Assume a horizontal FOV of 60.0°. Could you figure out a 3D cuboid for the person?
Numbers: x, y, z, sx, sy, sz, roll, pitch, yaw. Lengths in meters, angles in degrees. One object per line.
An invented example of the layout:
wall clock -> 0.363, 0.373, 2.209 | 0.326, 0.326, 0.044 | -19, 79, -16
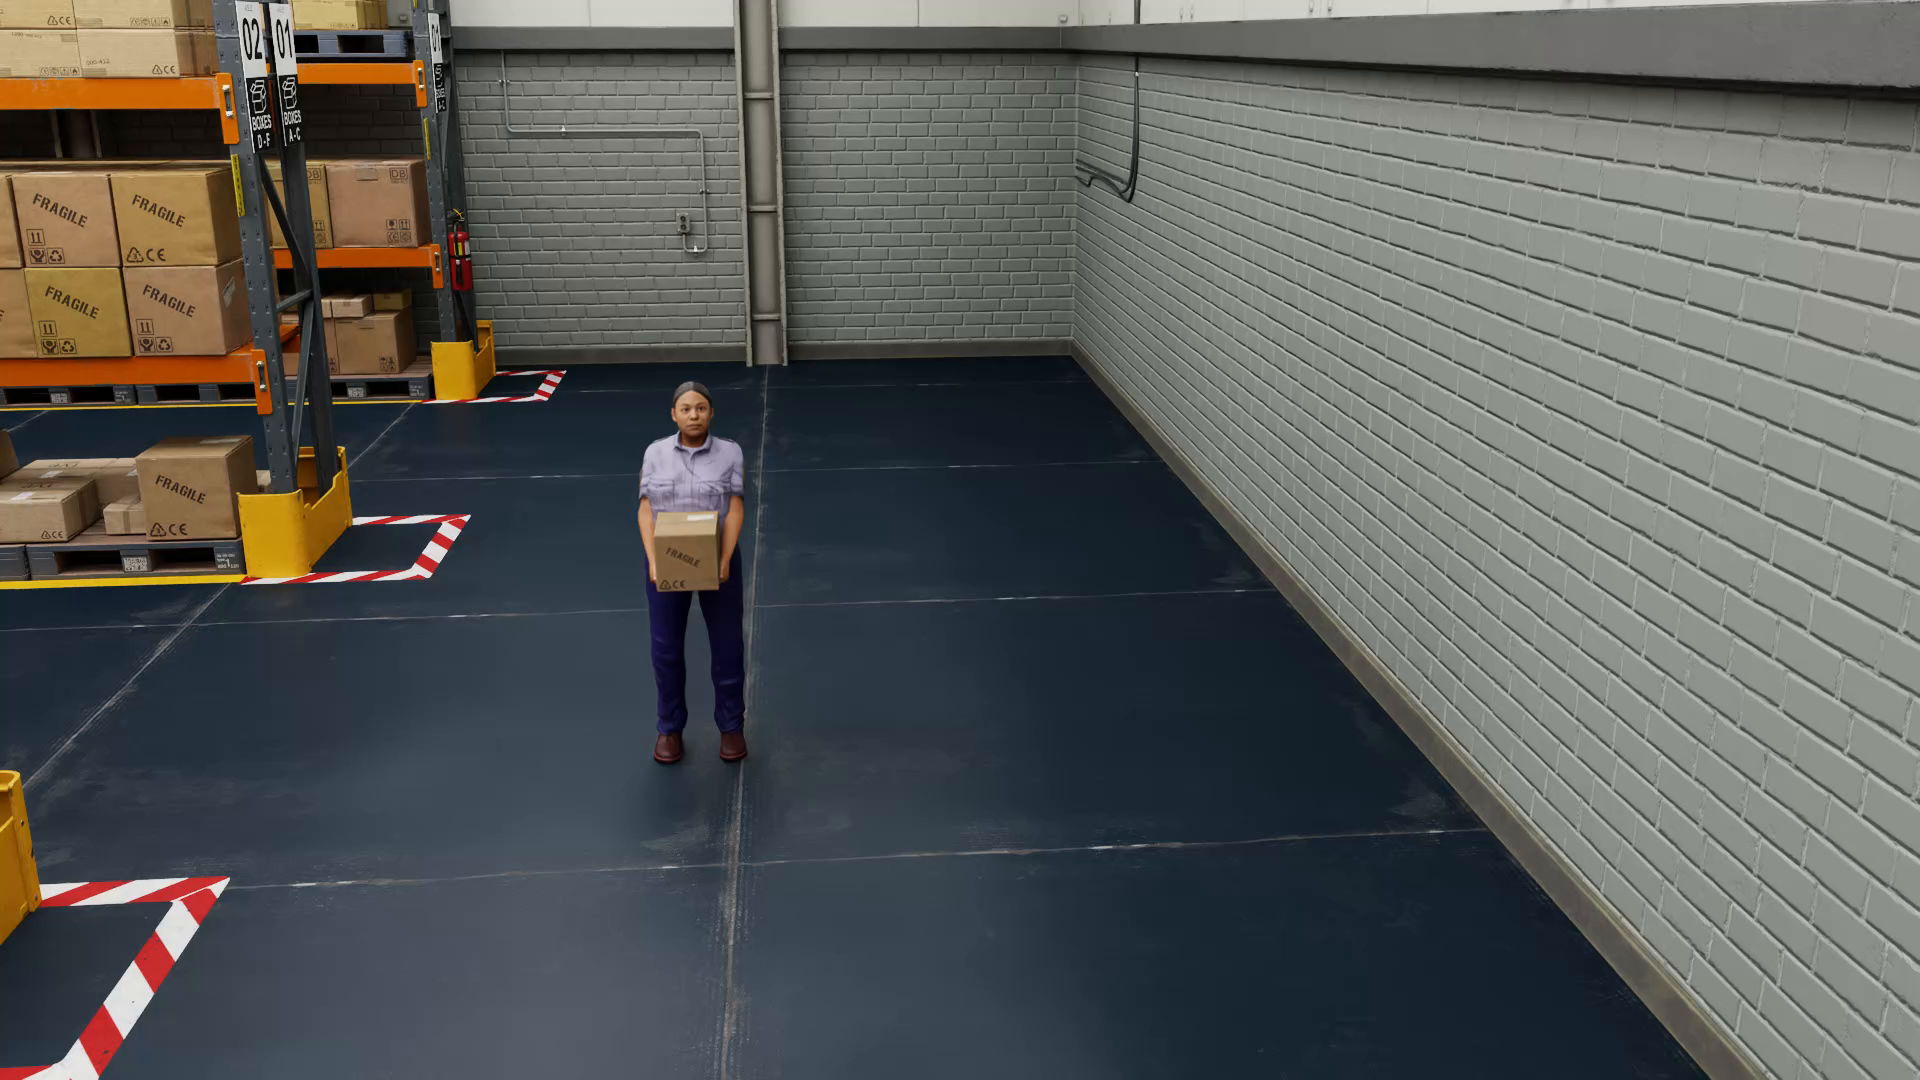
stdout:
person -> -1.125, 0.160, 7.059 | 0.452, 1.635, 0.524 | -1, 17, -5
